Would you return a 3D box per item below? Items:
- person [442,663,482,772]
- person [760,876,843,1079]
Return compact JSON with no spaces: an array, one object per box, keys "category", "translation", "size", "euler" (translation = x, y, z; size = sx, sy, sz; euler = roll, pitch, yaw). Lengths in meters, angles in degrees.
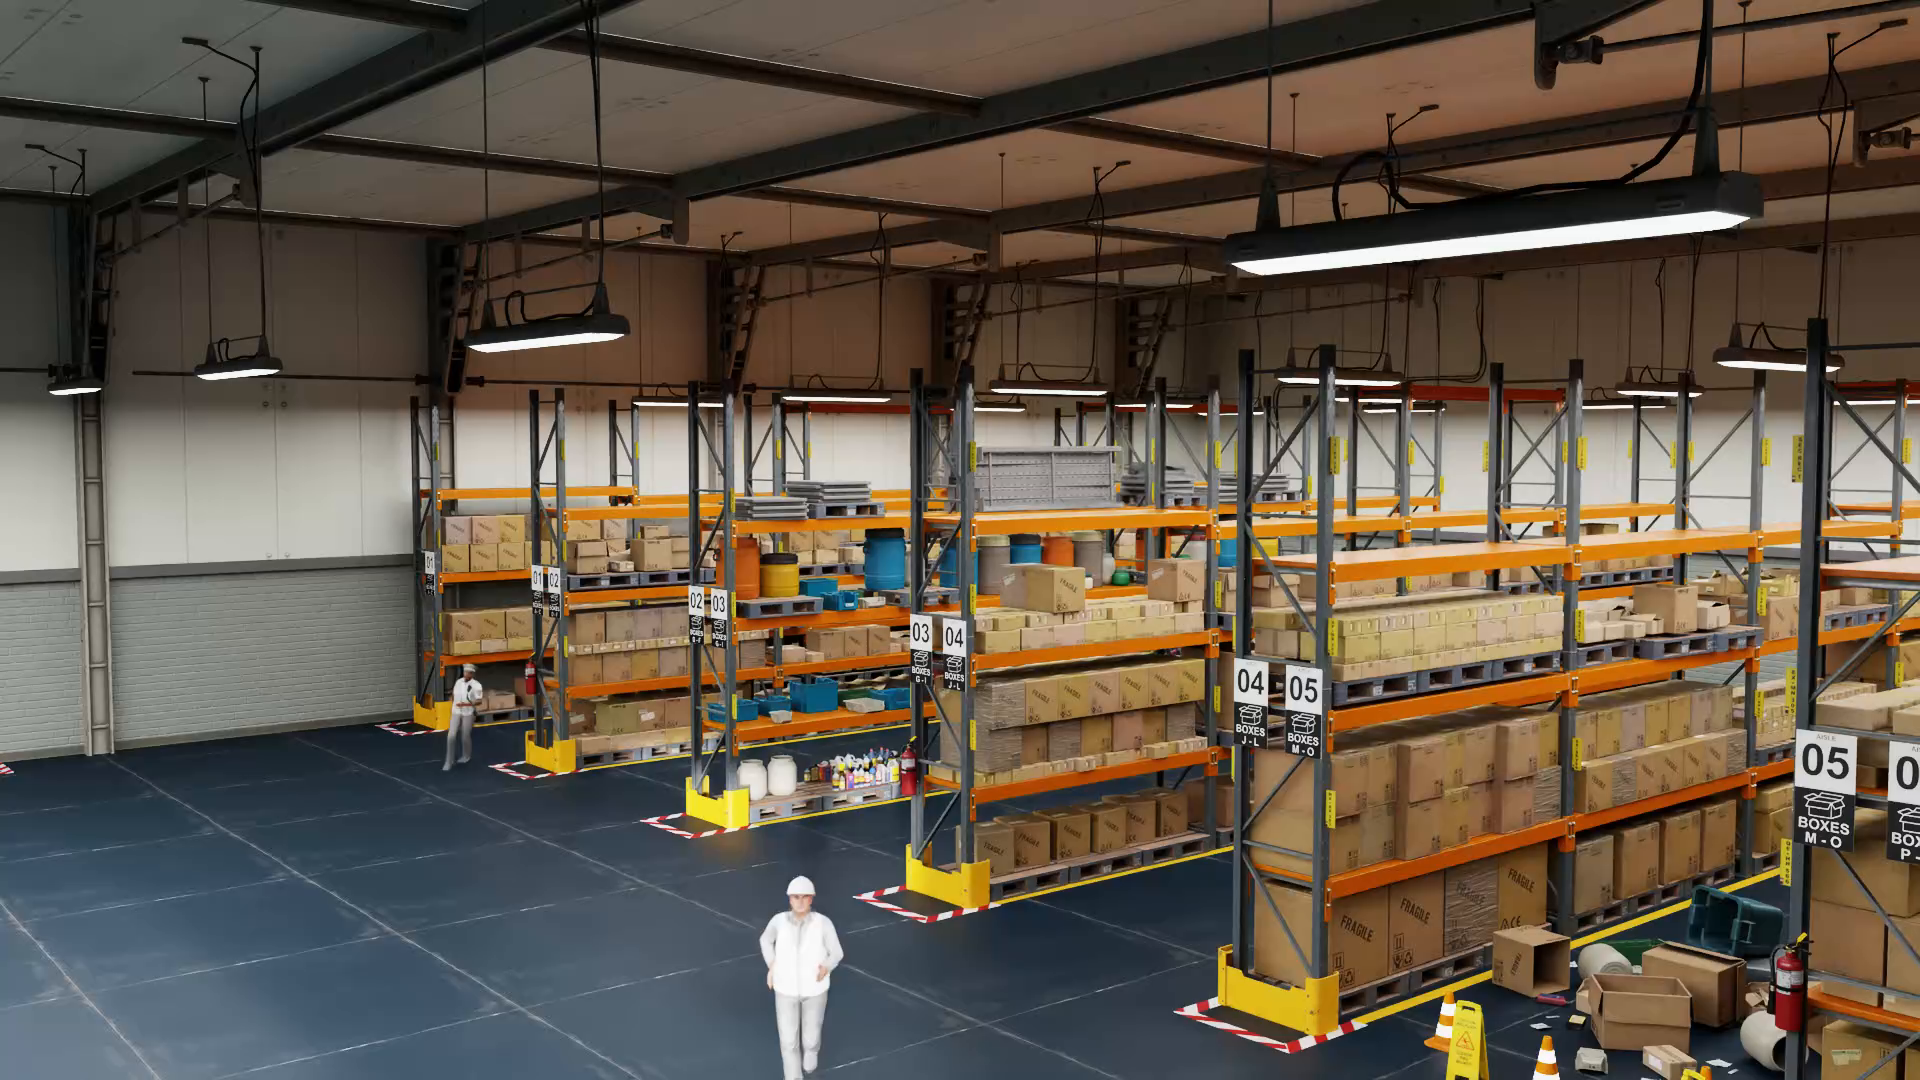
[{"category":"person","translation":[-7.833,2.789,26.350],"size":[0.597,1.710,0.693],"euler":[0,3,2]},{"category":"person","translation":[-1.245,3.516,13.027],"size":[0.663,1.777,0.928],"euler":[0,3,-2]}]
